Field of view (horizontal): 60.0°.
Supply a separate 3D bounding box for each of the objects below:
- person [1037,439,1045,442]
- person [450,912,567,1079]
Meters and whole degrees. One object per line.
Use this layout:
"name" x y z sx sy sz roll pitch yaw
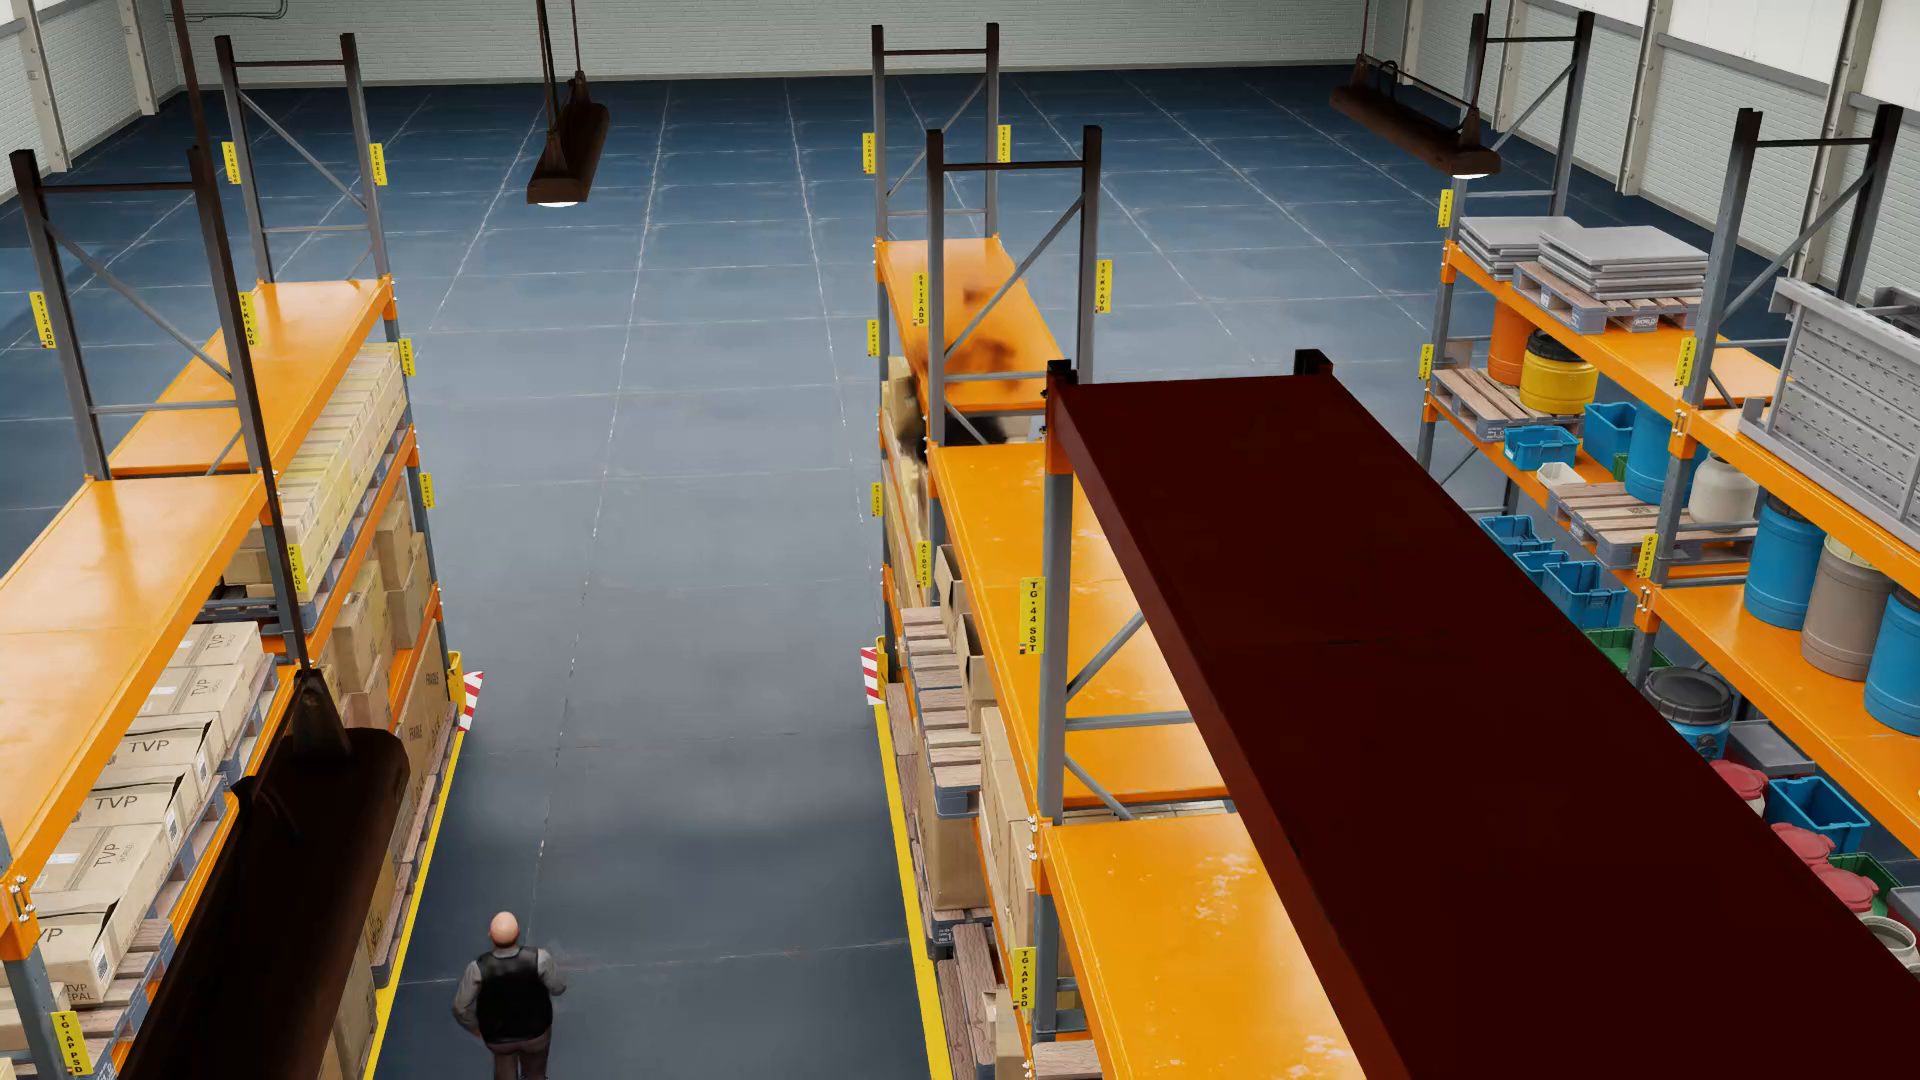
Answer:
"person" 1.114 -0.938 18.544 0.550 1.644 0.600 7 26 14
"person" -2.732 2.983 10.273 0.655 1.698 0.635 -3 26 -6
